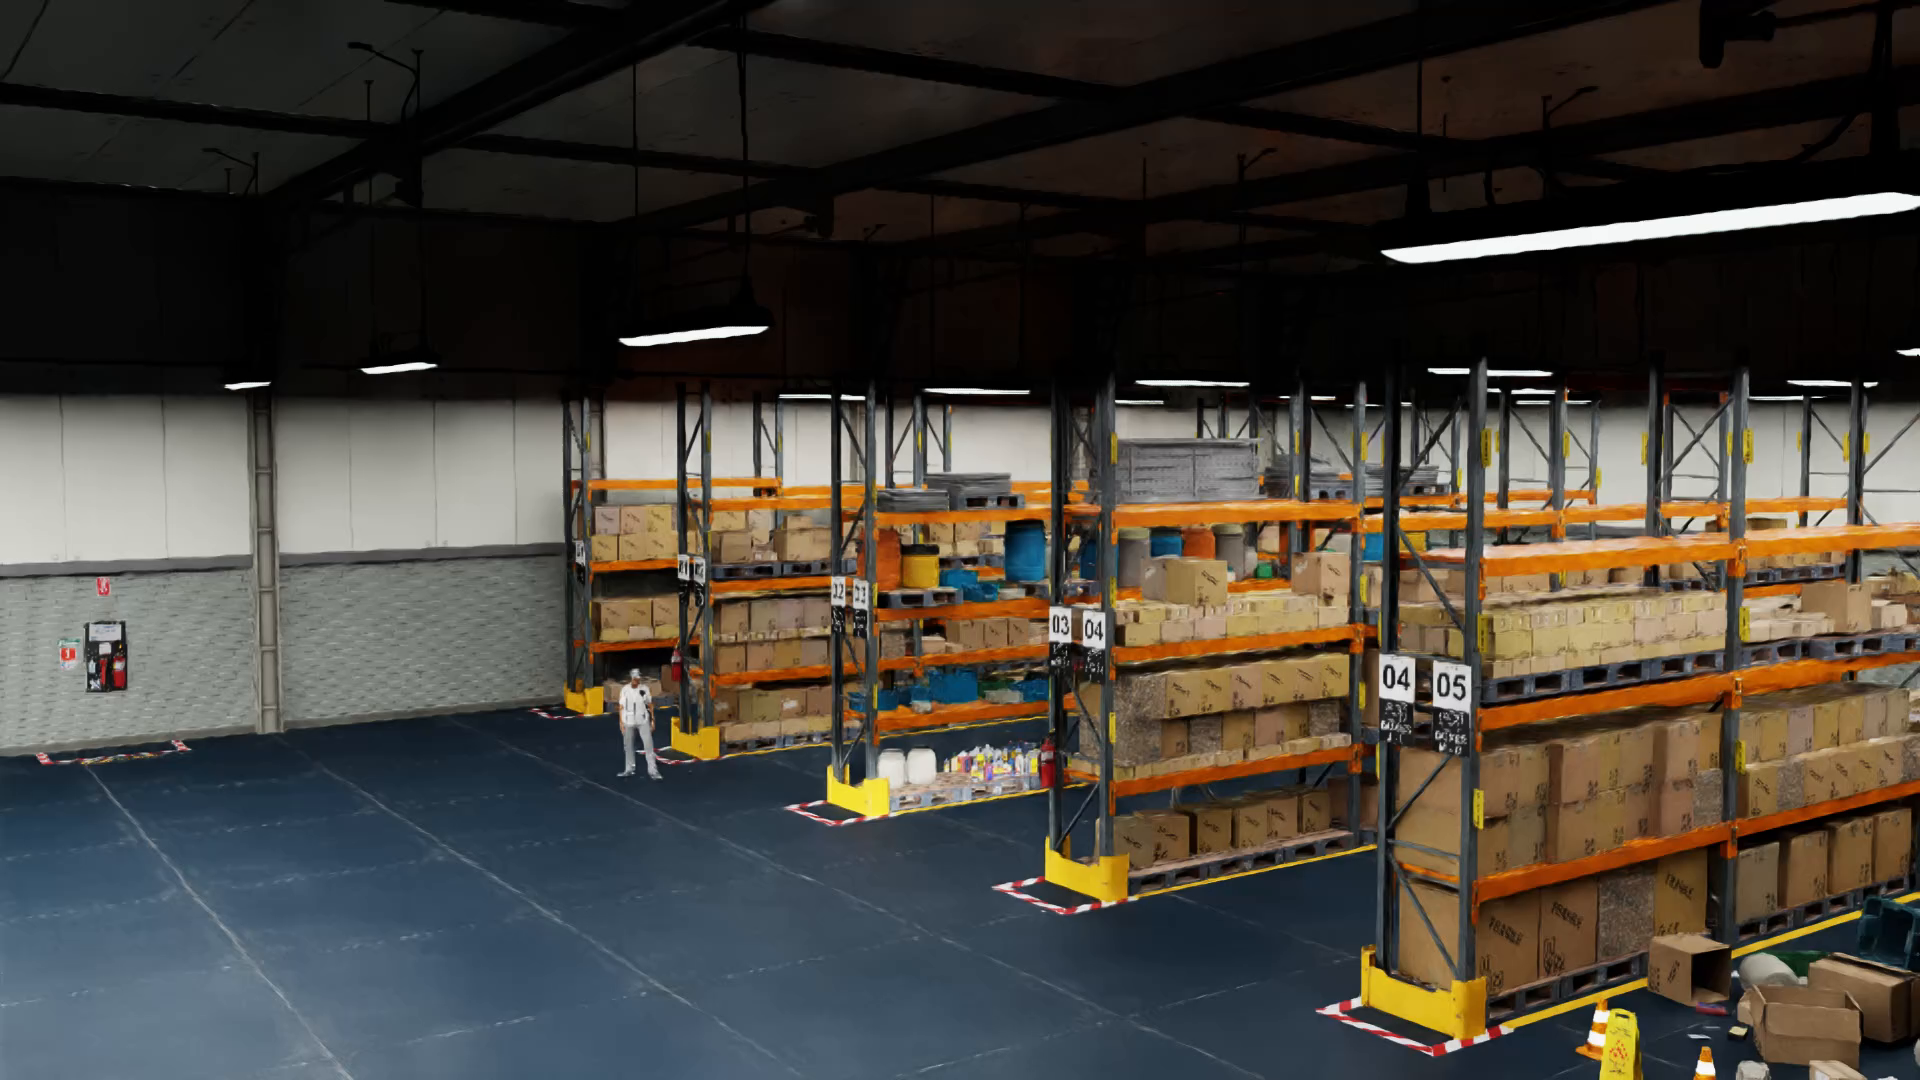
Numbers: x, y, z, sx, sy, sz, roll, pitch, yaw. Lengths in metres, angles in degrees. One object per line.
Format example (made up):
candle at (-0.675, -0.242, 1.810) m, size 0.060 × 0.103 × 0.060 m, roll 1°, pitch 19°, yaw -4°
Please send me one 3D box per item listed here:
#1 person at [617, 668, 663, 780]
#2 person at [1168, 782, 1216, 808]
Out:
person at (-4.788, 2.733, 24.831) m, size 0.709 × 1.657 × 0.525 m, roll 0°, pitch 4°, yaw -5°
person at (3.013, 2.995, 21.700) m, size 1.042 × 1.513 × 0.420 m, roll -2°, pitch 4°, yaw -31°
